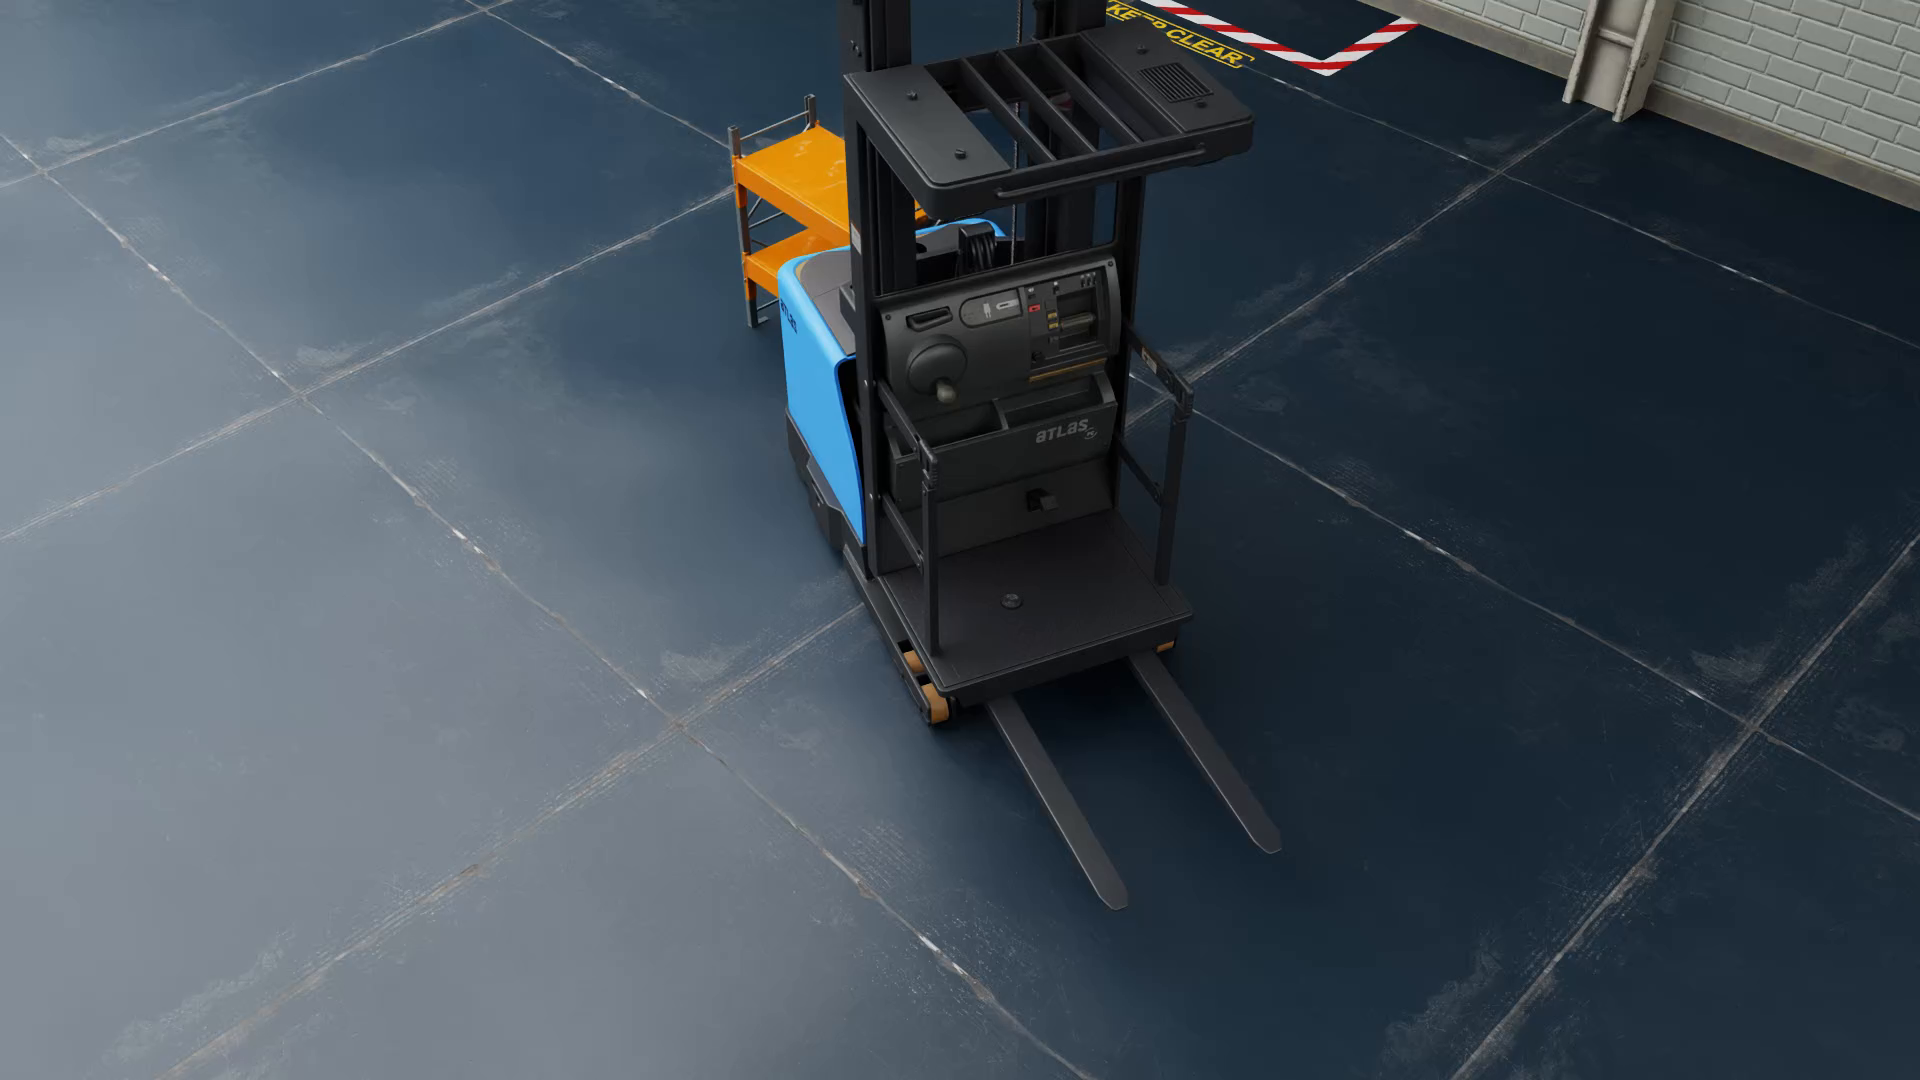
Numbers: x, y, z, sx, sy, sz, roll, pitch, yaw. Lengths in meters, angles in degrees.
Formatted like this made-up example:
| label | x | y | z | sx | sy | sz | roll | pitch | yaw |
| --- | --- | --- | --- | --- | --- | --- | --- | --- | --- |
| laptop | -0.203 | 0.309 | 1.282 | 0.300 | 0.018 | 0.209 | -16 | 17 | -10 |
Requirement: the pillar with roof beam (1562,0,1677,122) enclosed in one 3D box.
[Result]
| label | x | y | z | sx | sy | sz | roll | pitch | yaw |
| --- | --- | --- | --- | --- | --- | --- | --- | --- | --- |
| pillar with roof beam | 0.935 | -3.948 | 5.009 | 9.100 | 9.000 | 0.400 | -34 | 53 | -31 |

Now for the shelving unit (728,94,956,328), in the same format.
| label | x | y | z | sx | sy | sz | roll | pitch | yaw |
| --- | --- | --- | --- | --- | --- | --- | --- | --- | --- |
| shelving unit | -0.555 | -1.367 | 8.018 | 0.538 | 1.125 | 1.048 | -31 | 51 | -29 |

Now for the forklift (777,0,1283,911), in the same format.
| label | x | y | z | sx | sy | sz | roll | pitch | yaw |
| --- | --- | --- | --- | --- | --- | --- | --- | --- | --- |
| forklift | 0.245 | -0.682 | 5.946 | 1.130 | 2.935 | 3.031 | -16 | 45 | -17 |

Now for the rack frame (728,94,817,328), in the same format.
| label | x | y | z | sx | sy | sz | roll | pitch | yaw |
| --- | --- | --- | --- | --- | --- | --- | --- | --- | --- |
| rack frame | -0.895 | -1.624 | 8.296 | 0.500 | 1.125 | 0.032 | -31 | 51 | -29 |

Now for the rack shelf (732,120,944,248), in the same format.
| label | x | y | z | sx | sy | sz | roll | pitch | yaw |
| --- | --- | --- | --- | --- | --- | --- | --- | --- | --- |
| rack shelf | -0.555 | -1.582 | 7.820 | 0.538 | 0.278 | 1.000 | -31 | 51 | -29 |

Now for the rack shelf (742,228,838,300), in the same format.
| label | x | y | z | sx | sy | sz | roll | pitch | yaw |
| --- | --- | --- | --- | --- | --- | --- | --- | --- | --- |
| rack shelf | -0.555 | -1.188 | 8.184 | 0.538 | 0.278 | 1.000 | -31 | 51 | -29 |

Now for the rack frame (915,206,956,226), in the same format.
| label | x | y | z | sx | sy | sz | roll | pitch | yaw |
| --- | --- | --- | --- | --- | --- | --- | --- | --- | --- |
| rack frame | -0.215 | -1.111 | 7.741 | 0.500 | 1.125 | 0.032 | -31 | 51 | -29 |
